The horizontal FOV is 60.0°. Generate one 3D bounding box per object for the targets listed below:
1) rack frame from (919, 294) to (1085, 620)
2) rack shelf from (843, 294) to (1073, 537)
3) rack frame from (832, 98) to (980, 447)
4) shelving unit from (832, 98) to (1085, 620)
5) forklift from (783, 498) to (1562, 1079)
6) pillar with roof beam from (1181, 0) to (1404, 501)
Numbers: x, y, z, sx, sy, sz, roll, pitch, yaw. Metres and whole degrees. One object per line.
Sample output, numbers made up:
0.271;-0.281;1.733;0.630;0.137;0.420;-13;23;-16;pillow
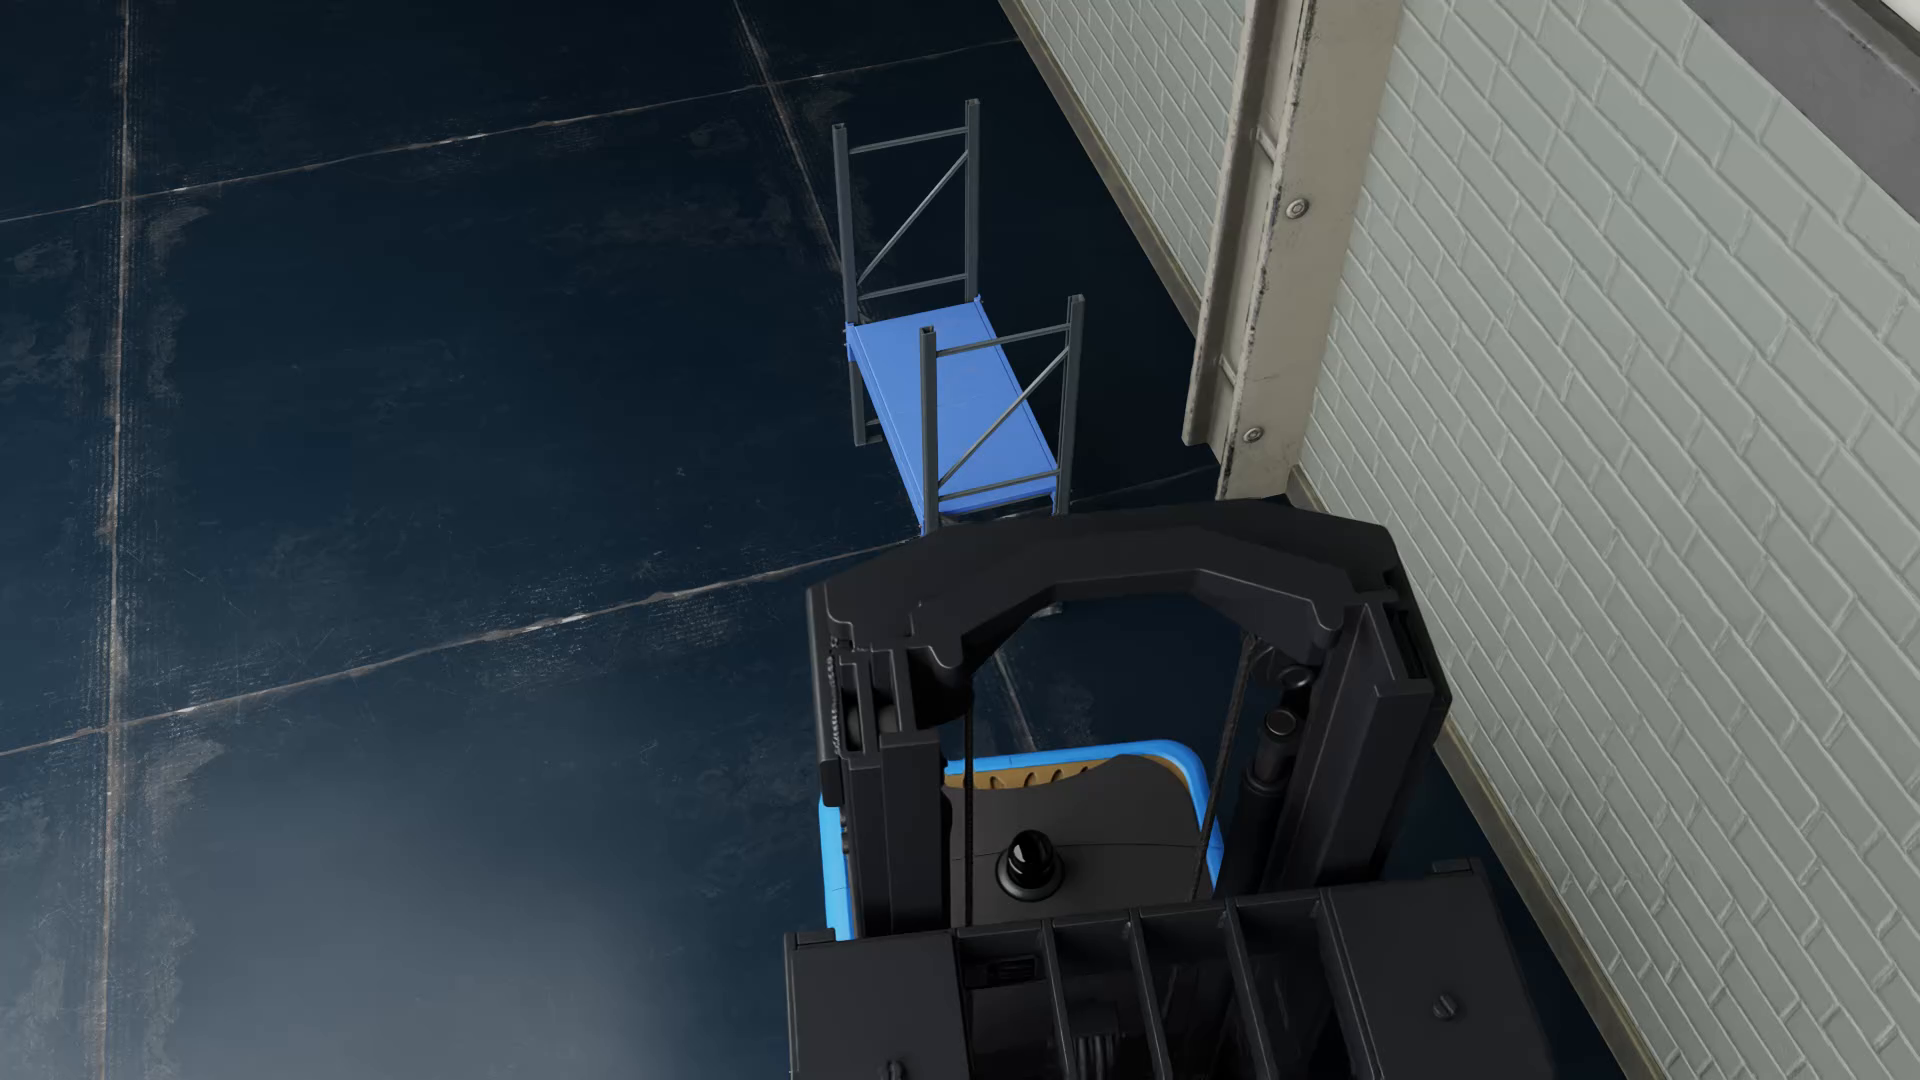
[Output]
0.125;-0.174;5.416;0.500;1.500;0.032;-13;51;-11;rack frame
-0.025;-0.430;5.867;0.538;0.185;1.000;-13;51;-11;rack shelf
-0.176;-0.917;6.042;0.500;1.500;0.032;-13;51;-11;rack frame
-0.025;-0.546;5.729;0.538;1.500;1.048;-13;51;-11;shelving unit
0.308;1.435;3.124;1.130;2.935;3.031;-5;50;-4;forklift
-3.031;-2.228;2.243;9.100;9.000;0.400;-13;51;-11;pillar with roof beam
